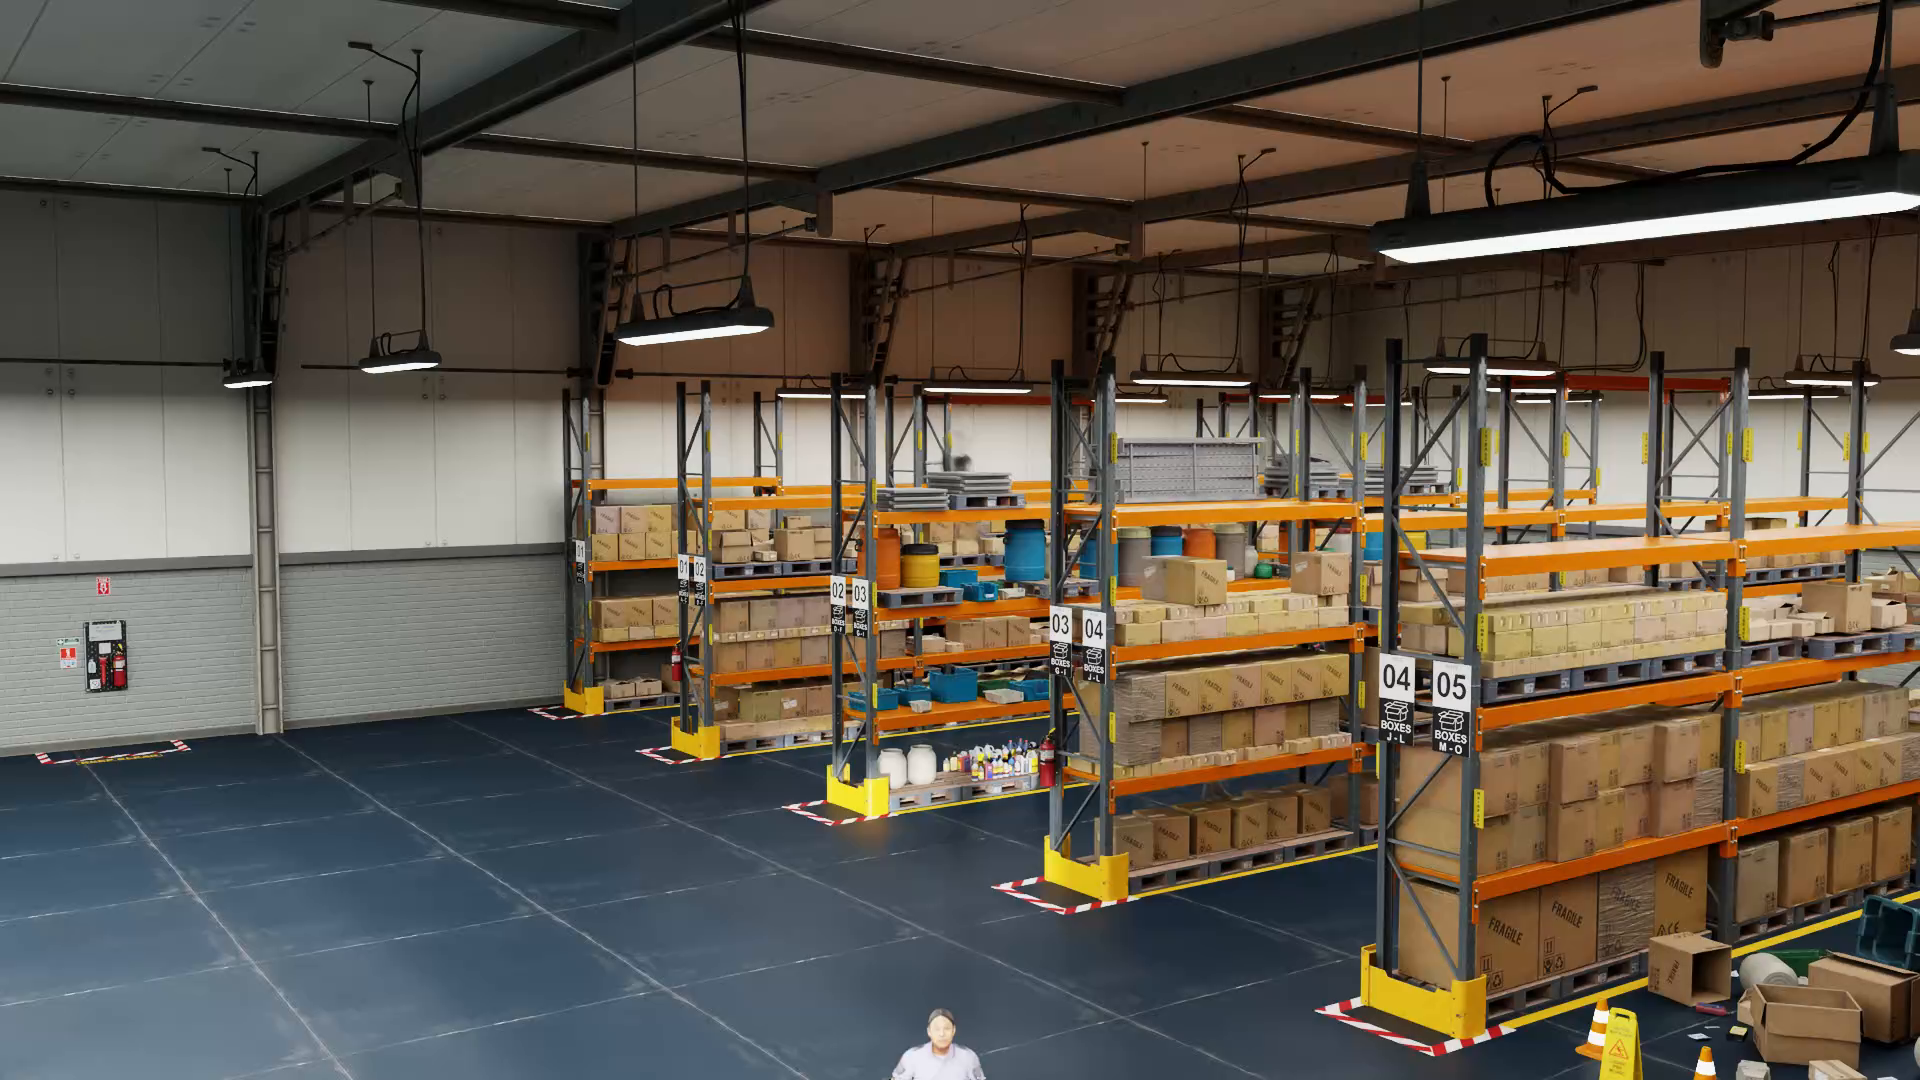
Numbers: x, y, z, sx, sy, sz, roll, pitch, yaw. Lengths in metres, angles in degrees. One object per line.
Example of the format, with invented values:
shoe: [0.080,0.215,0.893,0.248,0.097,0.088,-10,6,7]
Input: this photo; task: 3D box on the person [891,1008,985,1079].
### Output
person: [-0.123,3.712,10.308,0.607,1.592,0.547,0,4,-5]

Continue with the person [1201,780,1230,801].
person: [3.382,2.857,22.194,0.746,1.680,0.581,-3,5,-40]

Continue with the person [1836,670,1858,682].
person: [13.311,2.710,24.897,0.791,1.740,0.697,-4,5,-44]
